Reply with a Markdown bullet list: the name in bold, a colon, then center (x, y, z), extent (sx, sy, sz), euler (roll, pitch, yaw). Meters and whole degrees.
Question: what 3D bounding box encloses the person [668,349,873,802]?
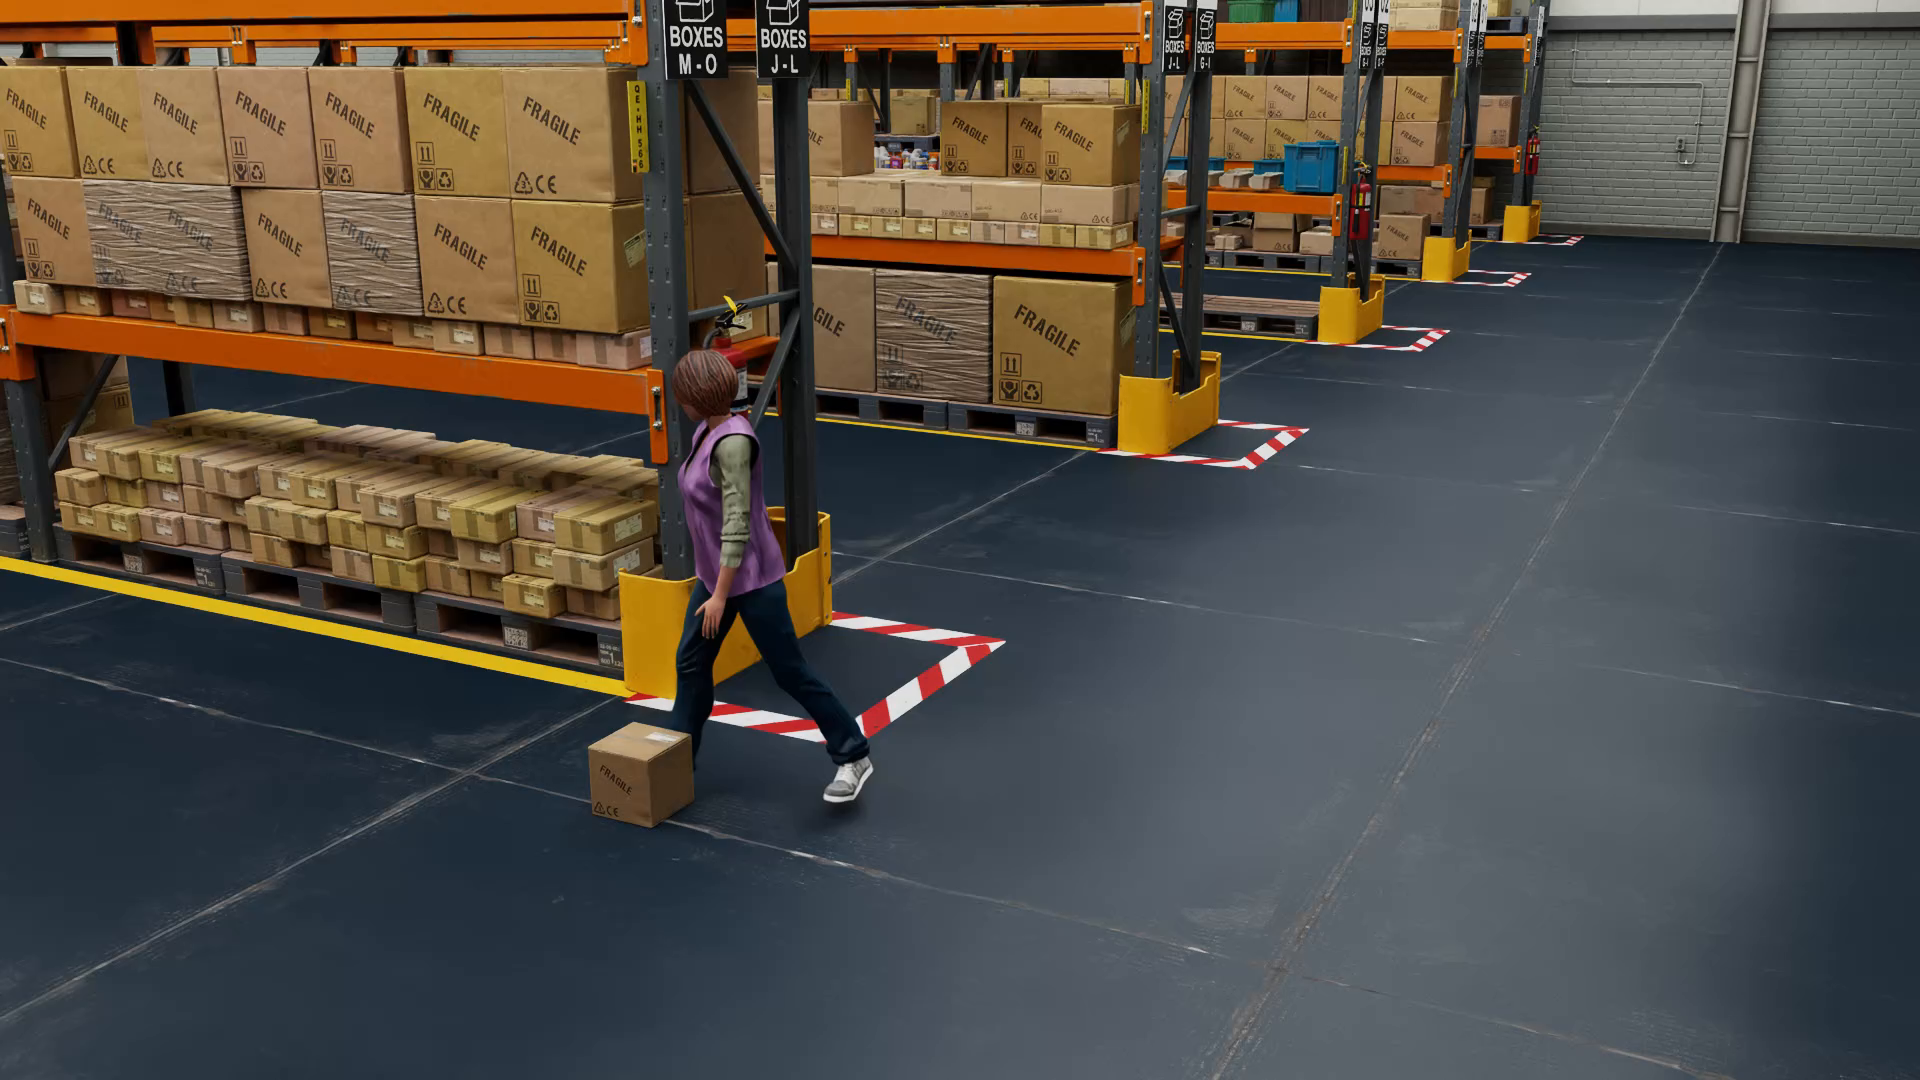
- **person**: center (-0.743, 0.147, 5.565), extent (0.846, 1.540, 0.551), euler (-7, 18, -24)
